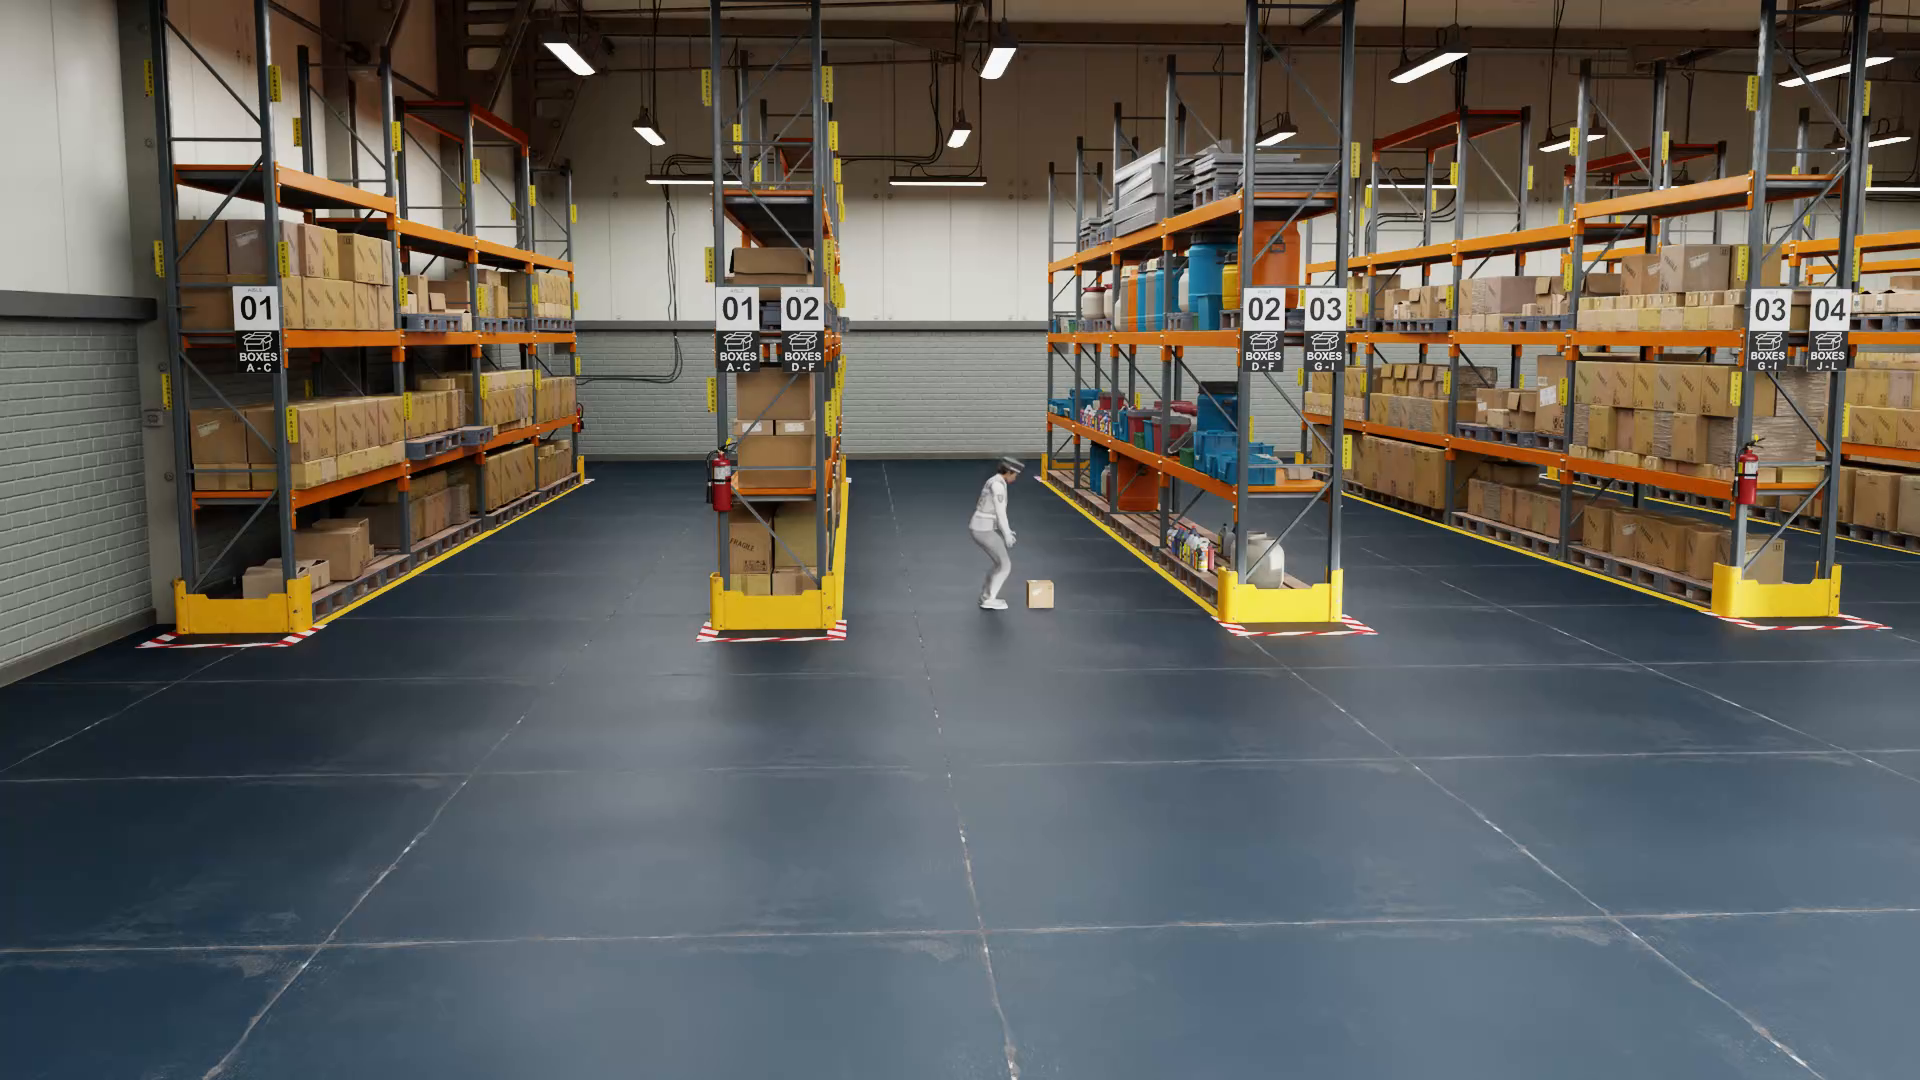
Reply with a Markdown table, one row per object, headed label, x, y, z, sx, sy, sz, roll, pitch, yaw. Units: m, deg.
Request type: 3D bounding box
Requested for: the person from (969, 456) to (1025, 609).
| label | x | y | z | sx | sy | sz | roll | pitch | yaw |
| --- | --- | --- | --- | --- | --- | --- | --- | --- | --- |
| person | 0.375 | -0.080 | 16.961 | 0.570 | 1.542 | 0.523 | 0 | 7 | -3 |
